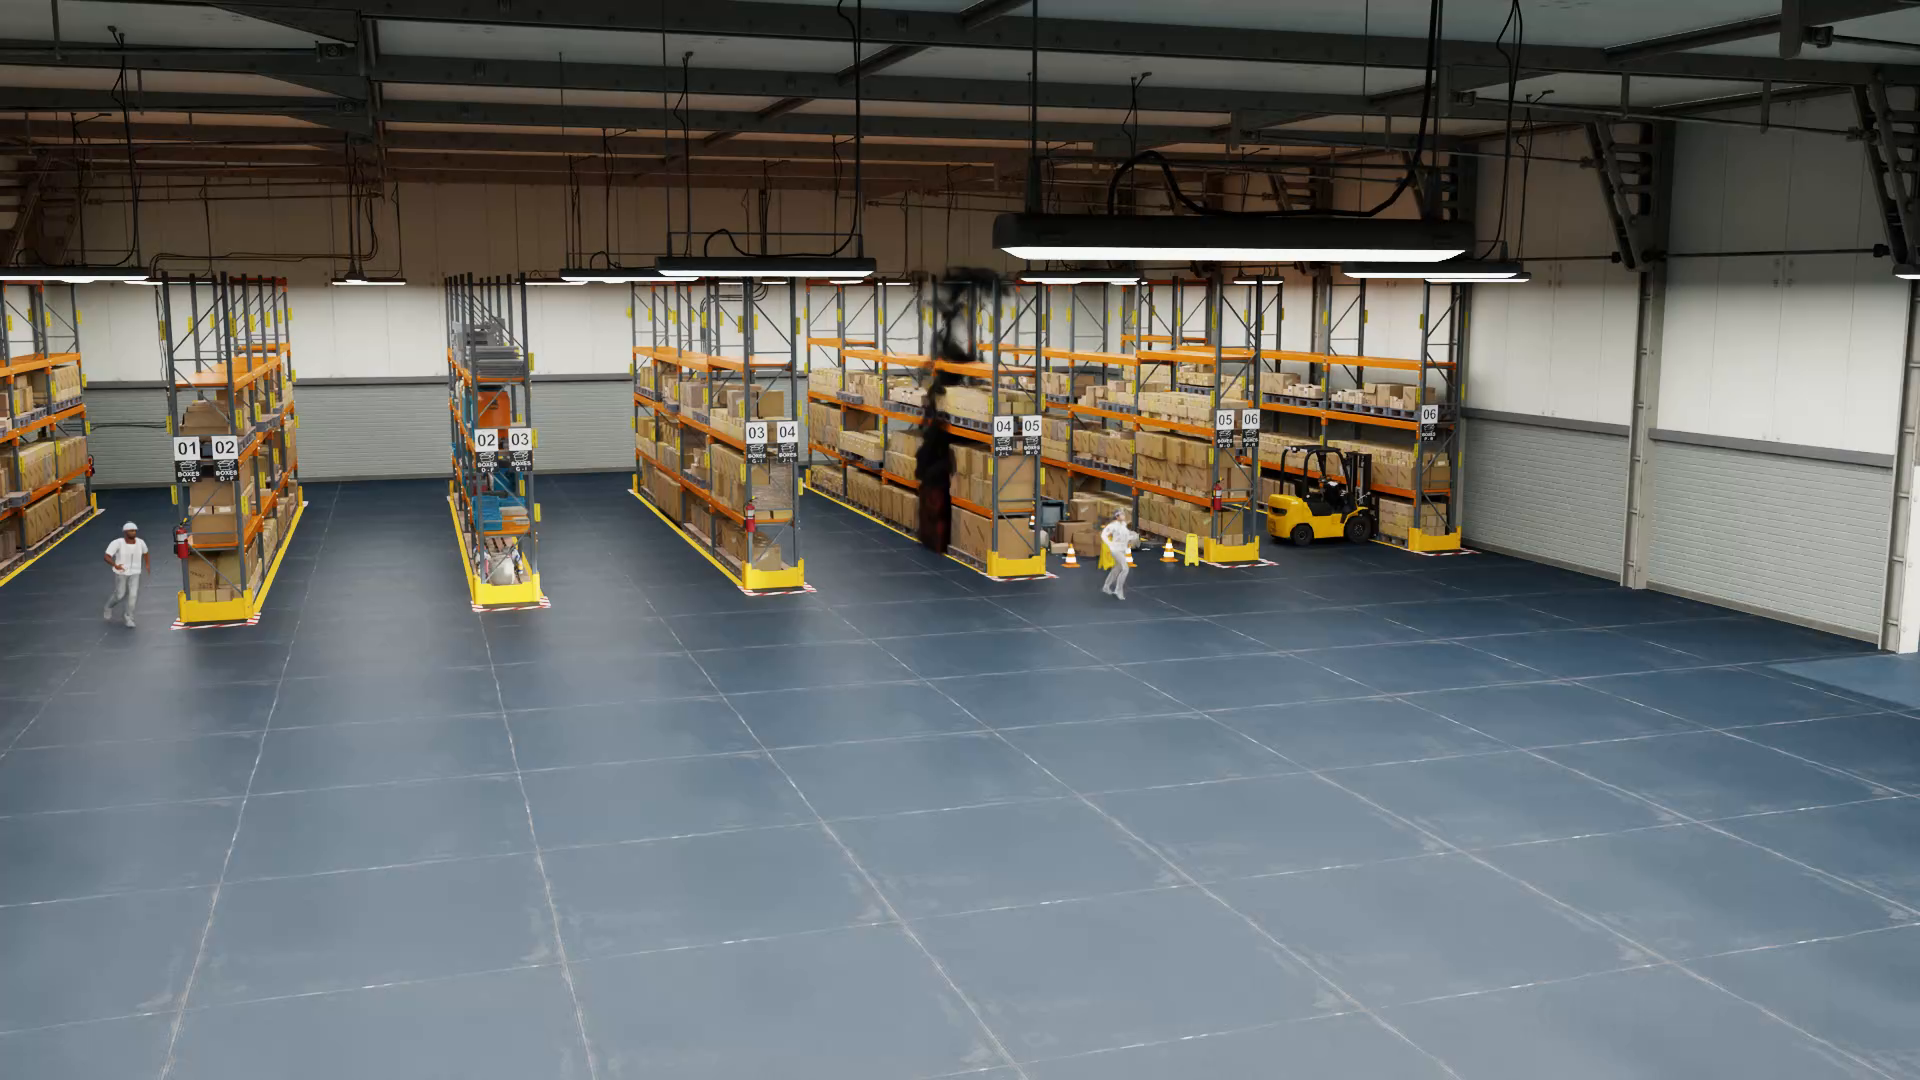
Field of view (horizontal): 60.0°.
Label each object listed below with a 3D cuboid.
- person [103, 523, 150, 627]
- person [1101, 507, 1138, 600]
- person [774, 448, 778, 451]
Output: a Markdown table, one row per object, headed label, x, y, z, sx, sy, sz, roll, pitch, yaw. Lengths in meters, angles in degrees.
| label | x | y | z | sx | sy | sz | roll | pitch | yaw |
| --- | --- | --- | --- | --- | --- | --- | --- | --- | --- |
| person | -14.263 | 0.569 | 28.560 | 0.853 | 1.742 | 0.762 | 8 | 12 | 42 |
| person | 2.959 | 0.245 | 30.910 | 0.700 | 1.738 | 0.602 | 6 | 10 | 34 |
| person | -5.312 | -2.459 | 49.048 | 0.651 | 1.631 | 0.631 | -7 | 11 | -39 |
